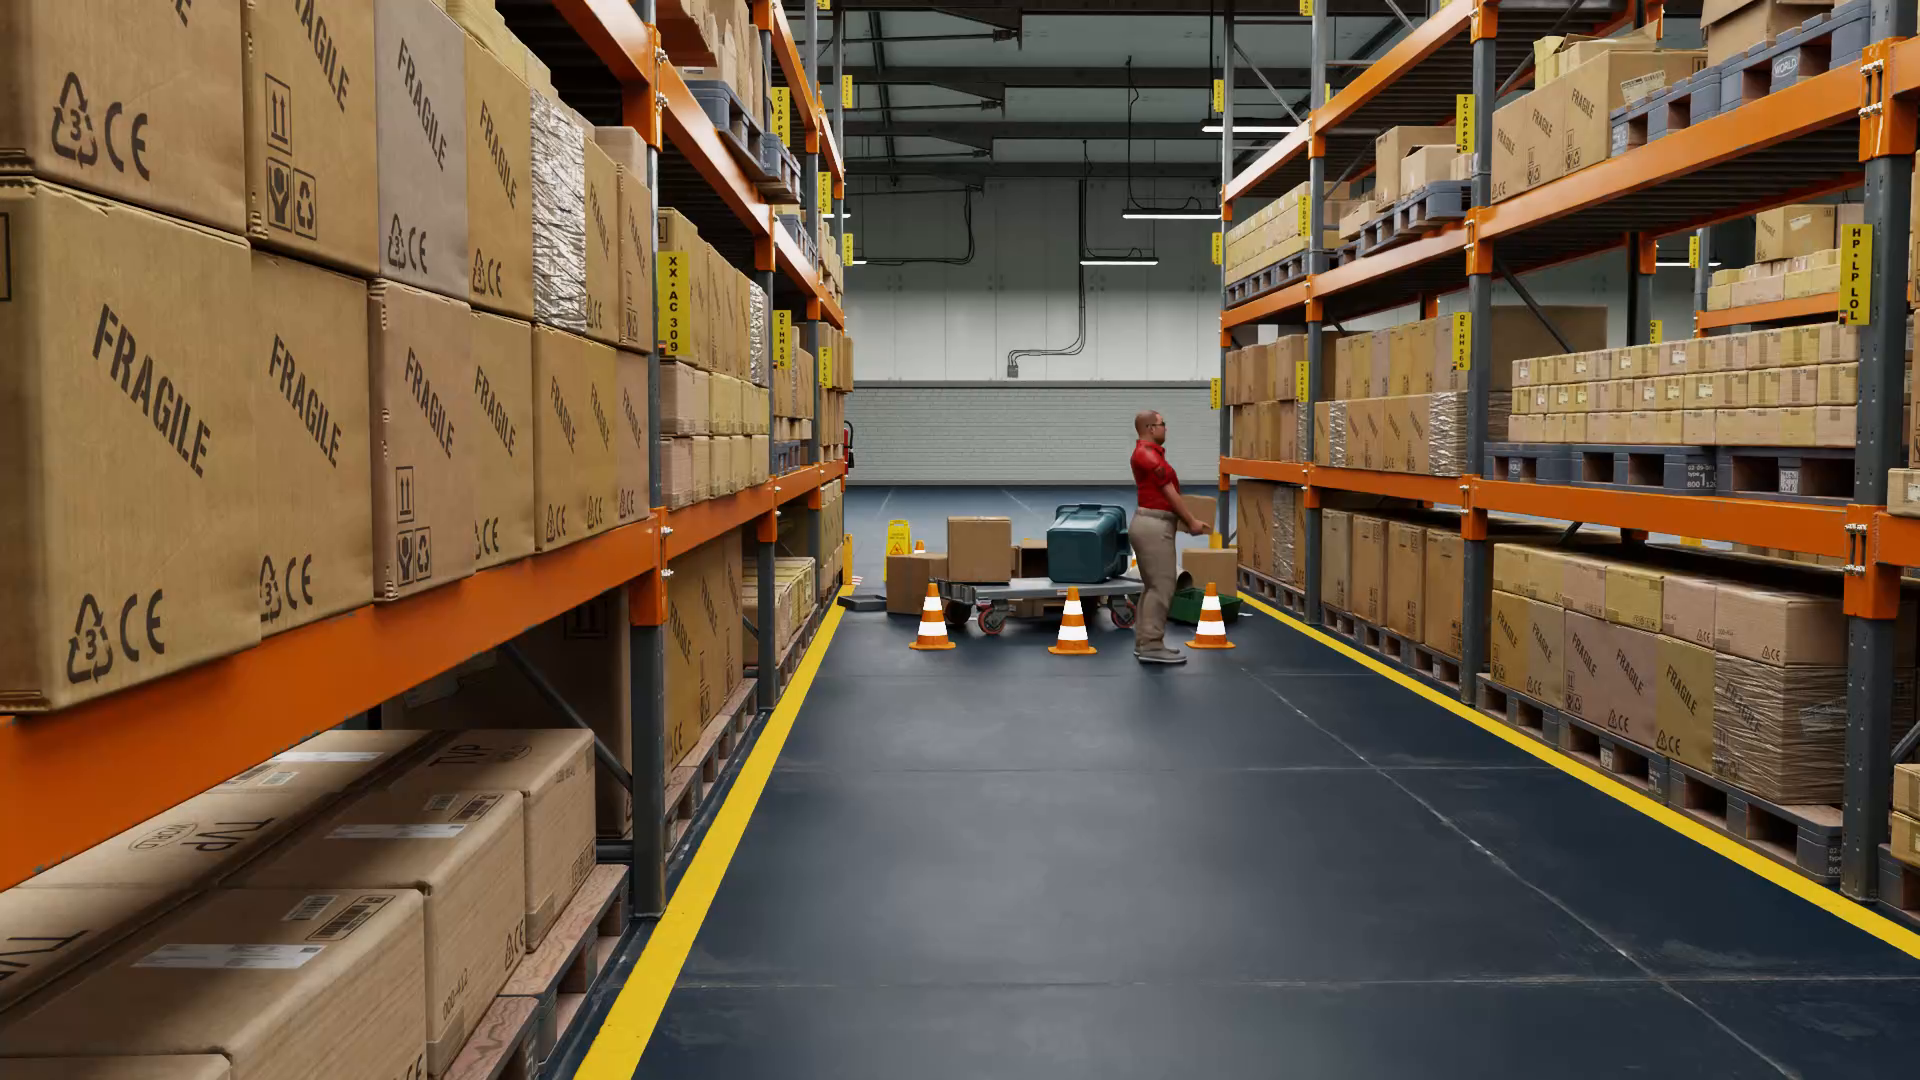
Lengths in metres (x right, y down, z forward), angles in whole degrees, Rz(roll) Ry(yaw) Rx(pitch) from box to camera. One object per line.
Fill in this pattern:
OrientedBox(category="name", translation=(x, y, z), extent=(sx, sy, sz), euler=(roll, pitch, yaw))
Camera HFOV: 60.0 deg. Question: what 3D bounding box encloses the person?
OrientedBox(category="person", translation=(1.431, -0.030, 11.415), extent=(0.539, 1.721, 0.492), euler=(0, 4, -1))
